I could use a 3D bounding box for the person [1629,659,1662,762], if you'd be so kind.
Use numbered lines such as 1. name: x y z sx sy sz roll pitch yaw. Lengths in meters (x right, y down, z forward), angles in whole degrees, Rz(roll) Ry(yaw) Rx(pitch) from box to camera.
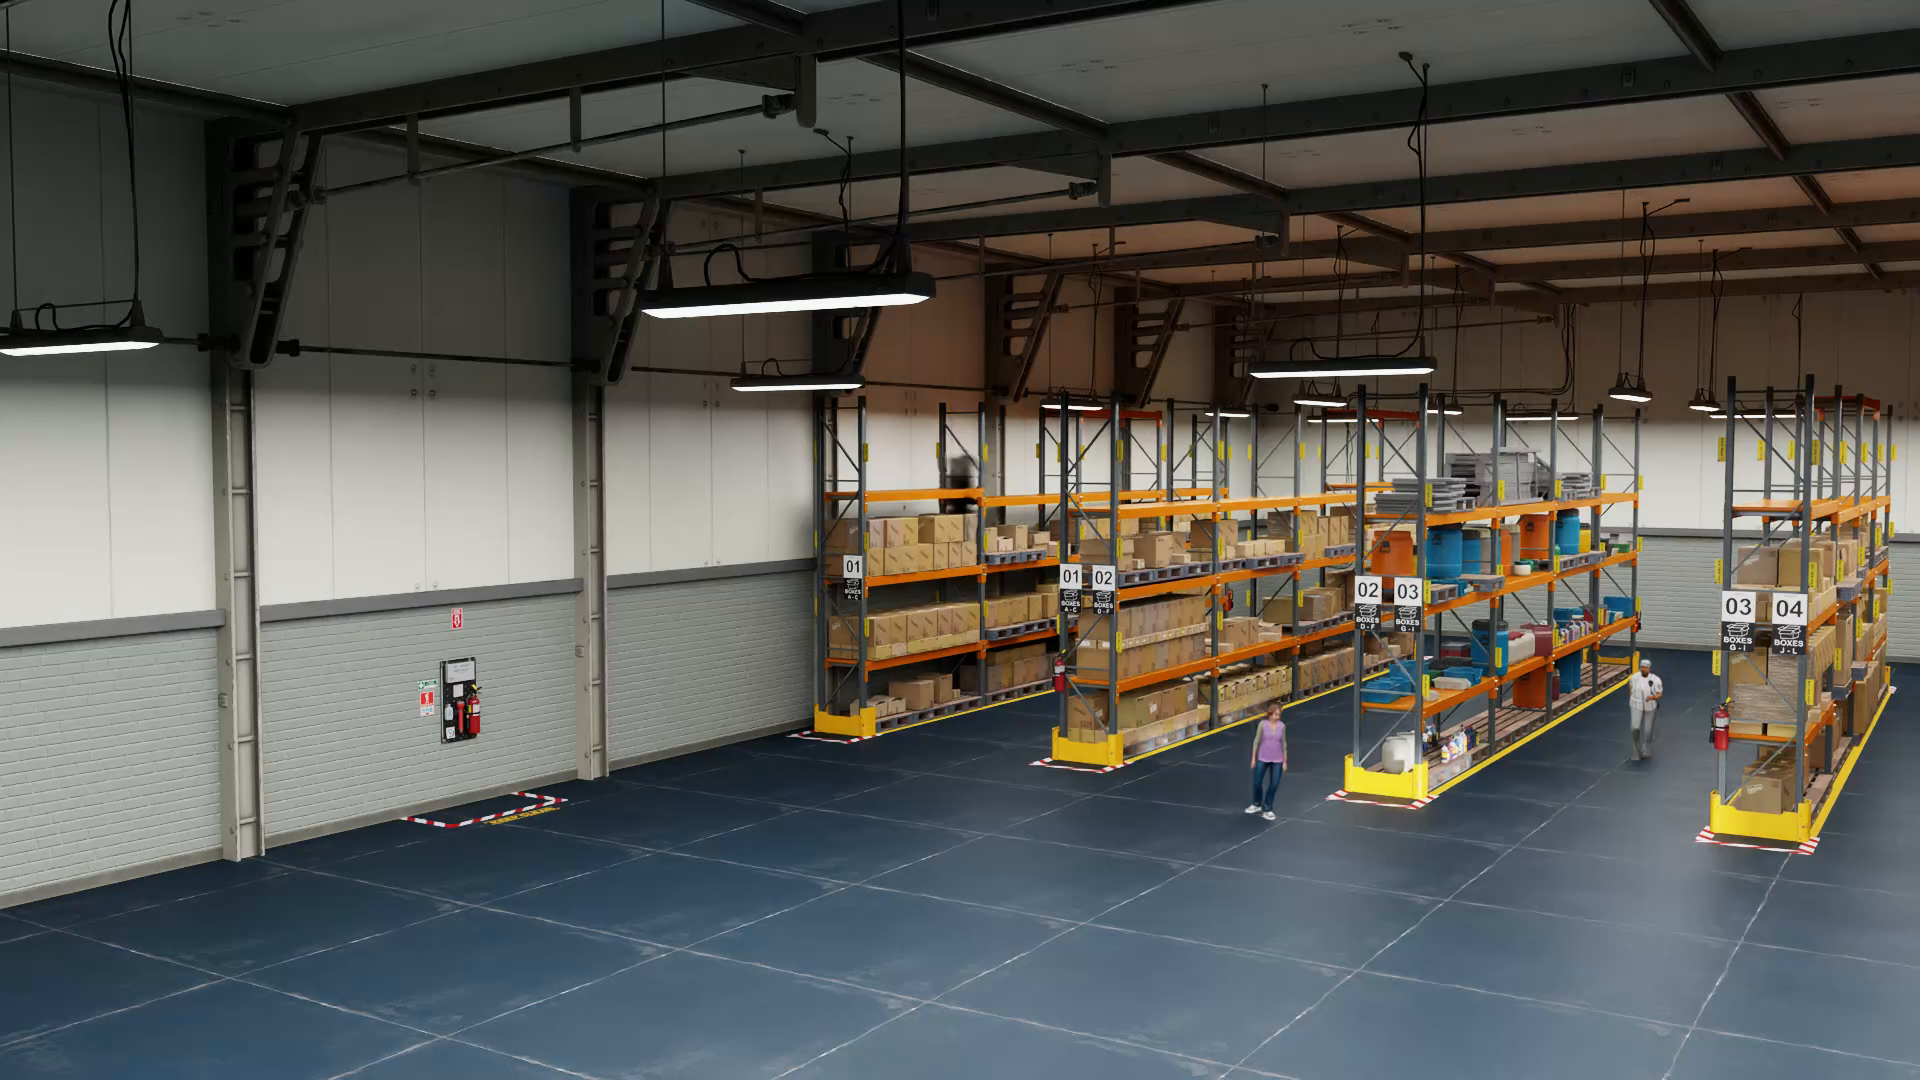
1. person: 11.158 2.774 27.078 0.494 1.684 0.801 1 3 22

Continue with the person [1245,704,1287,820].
1. person: 4.183 3.019 22.718 0.541 1.582 0.433 0 3 -1
